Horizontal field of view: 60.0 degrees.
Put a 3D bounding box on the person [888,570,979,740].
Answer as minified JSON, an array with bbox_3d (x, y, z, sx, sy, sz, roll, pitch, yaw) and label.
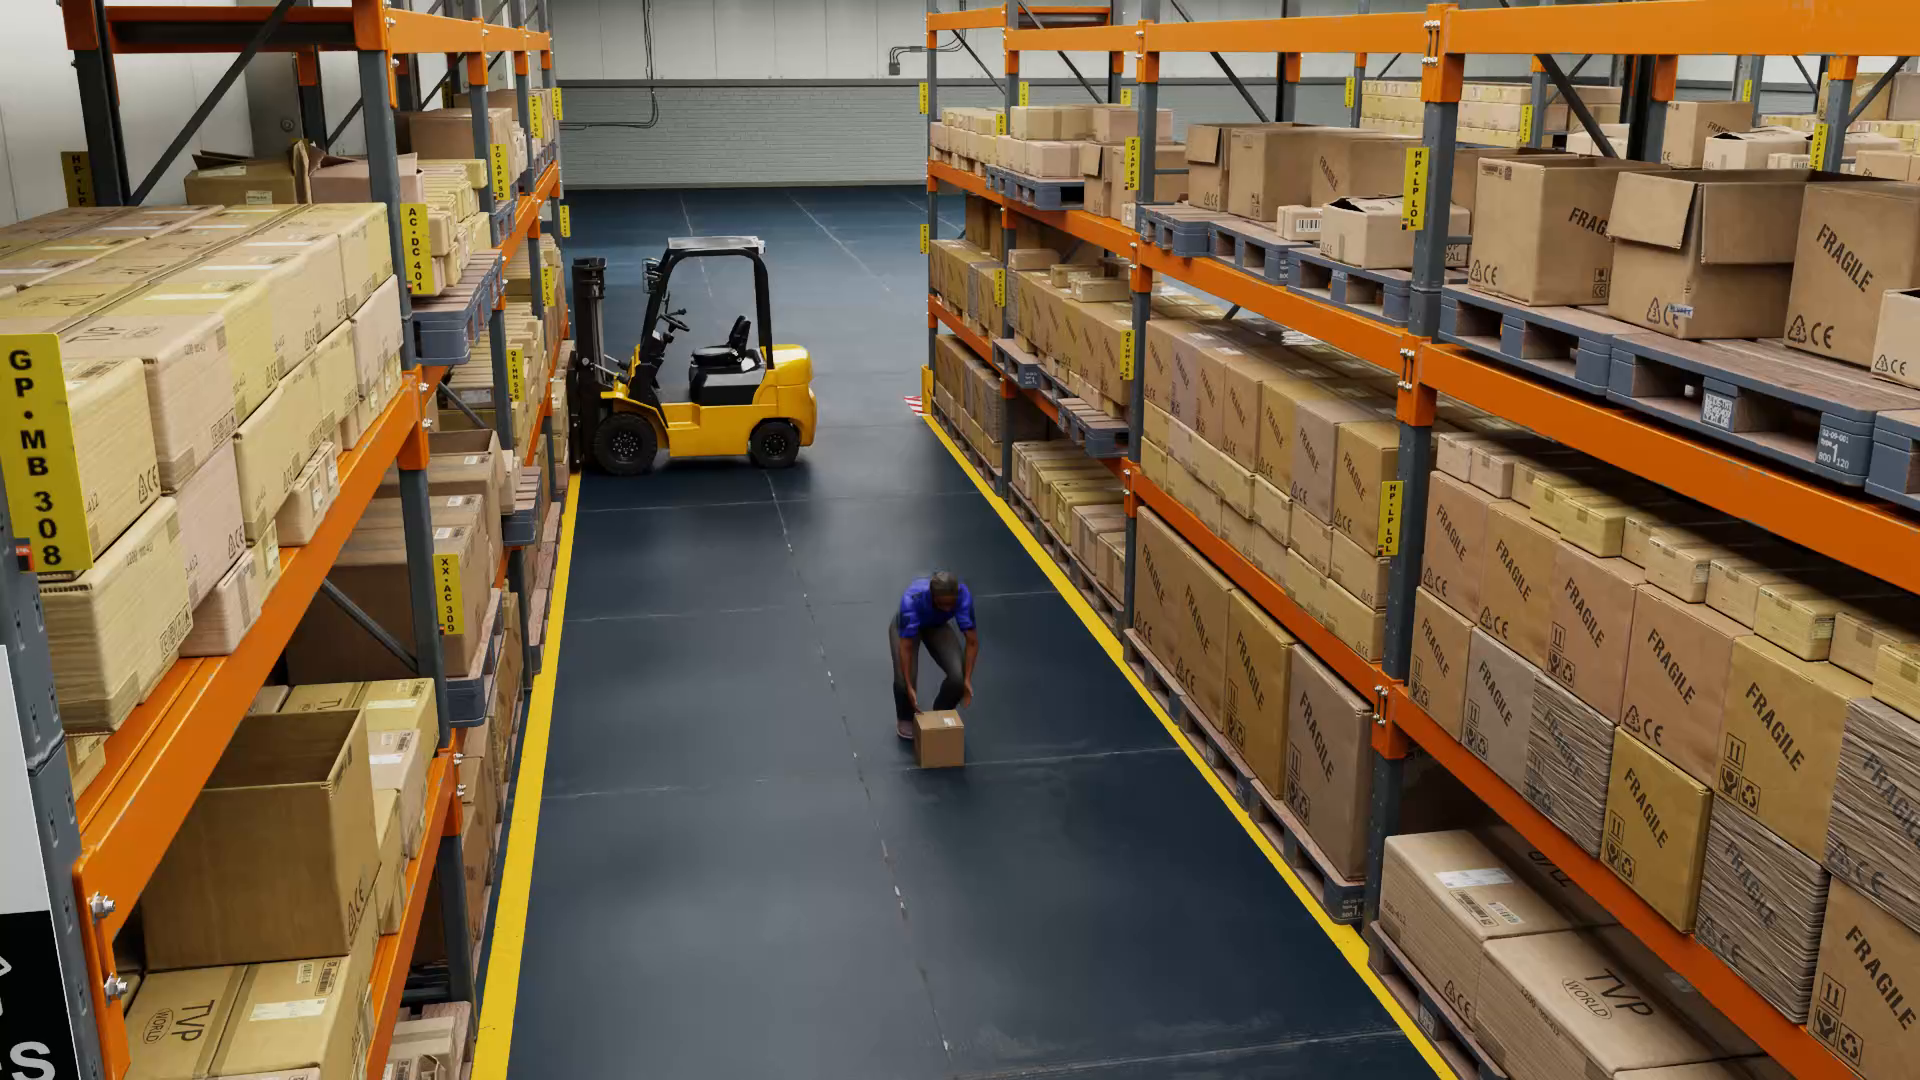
[{"bbox_3d":[-0.161,0.636,9.880,0.494,1.106,0.748,-3,17,-10],"label":"person"}]
